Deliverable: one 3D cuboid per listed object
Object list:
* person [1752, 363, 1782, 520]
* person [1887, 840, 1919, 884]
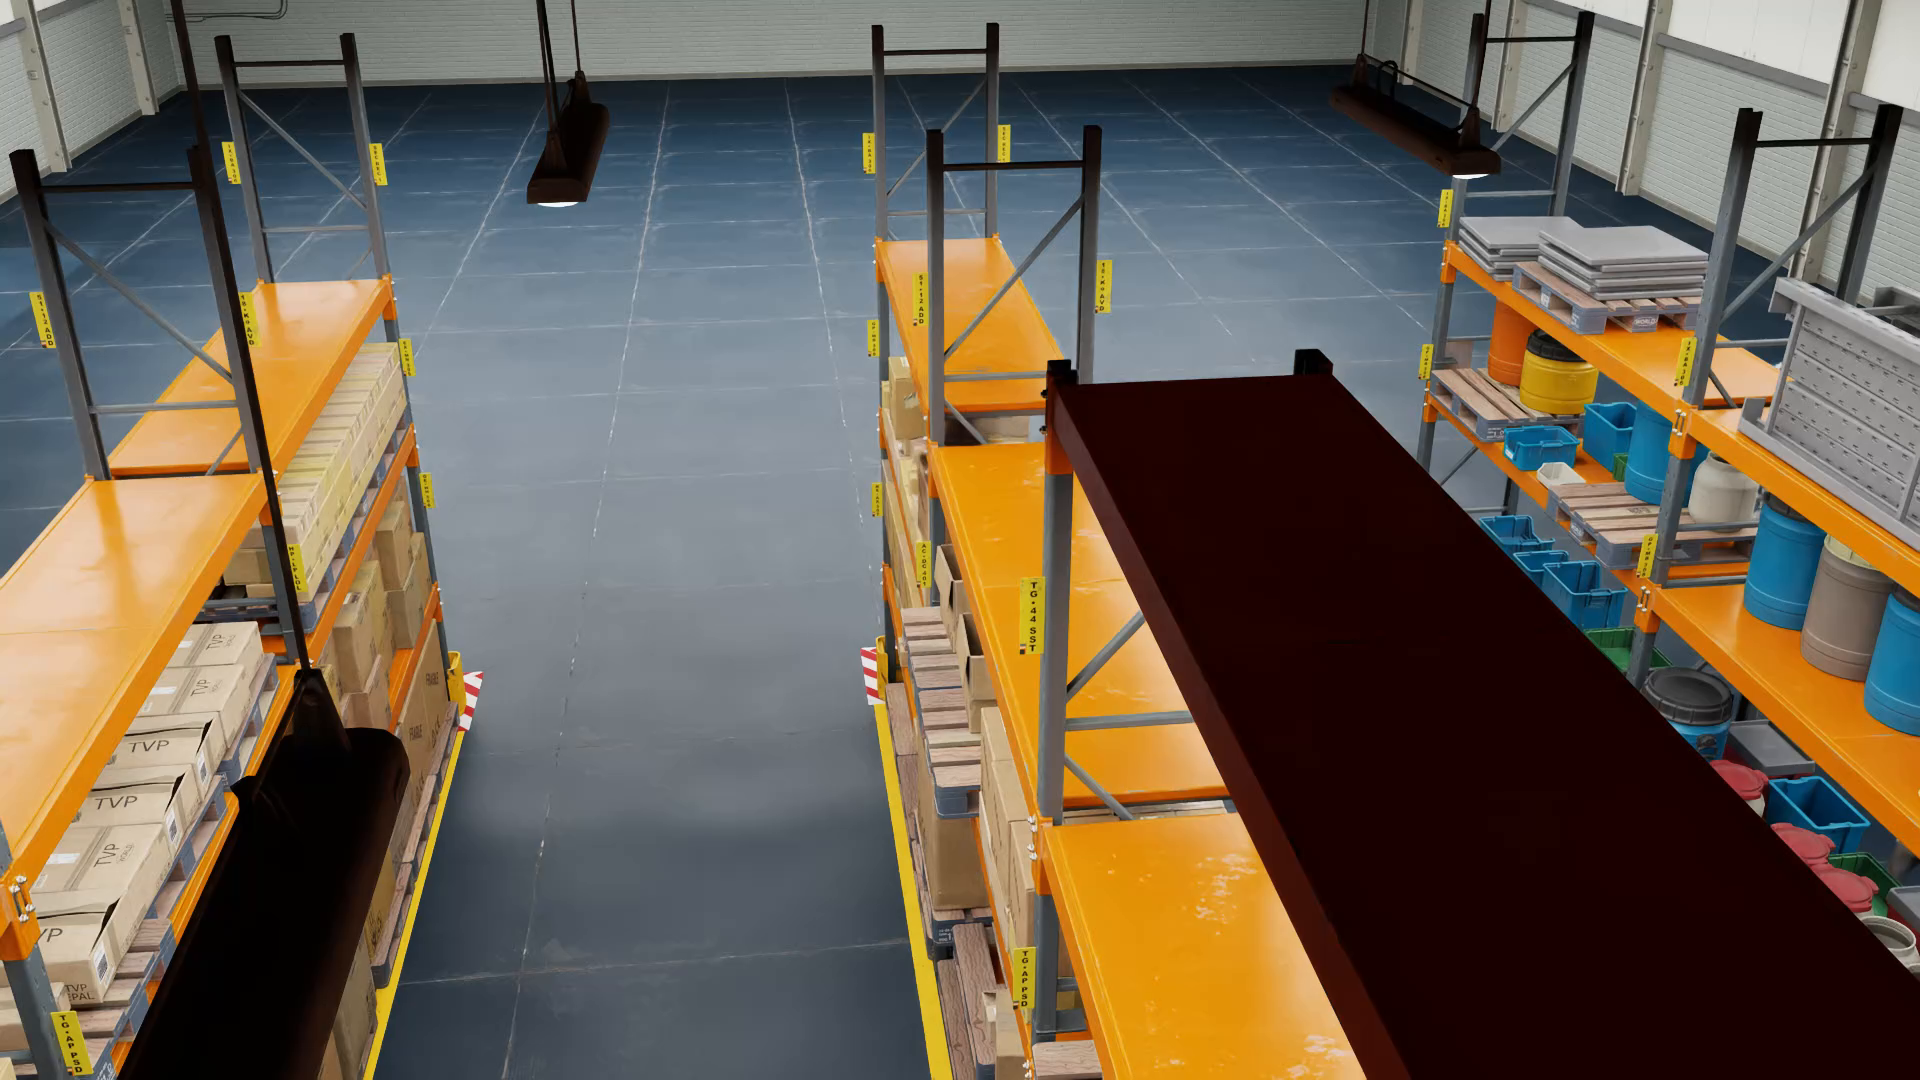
[{"bbox_3d":[9.233,-1.142,18.907,0.572,1.785,0.689,-1,25,-1],"label":"person"},{"bbox_3d":[6.881,2.217,11.897,0.517,1.694,0.499,-8,27,-16],"label":"person"}]
